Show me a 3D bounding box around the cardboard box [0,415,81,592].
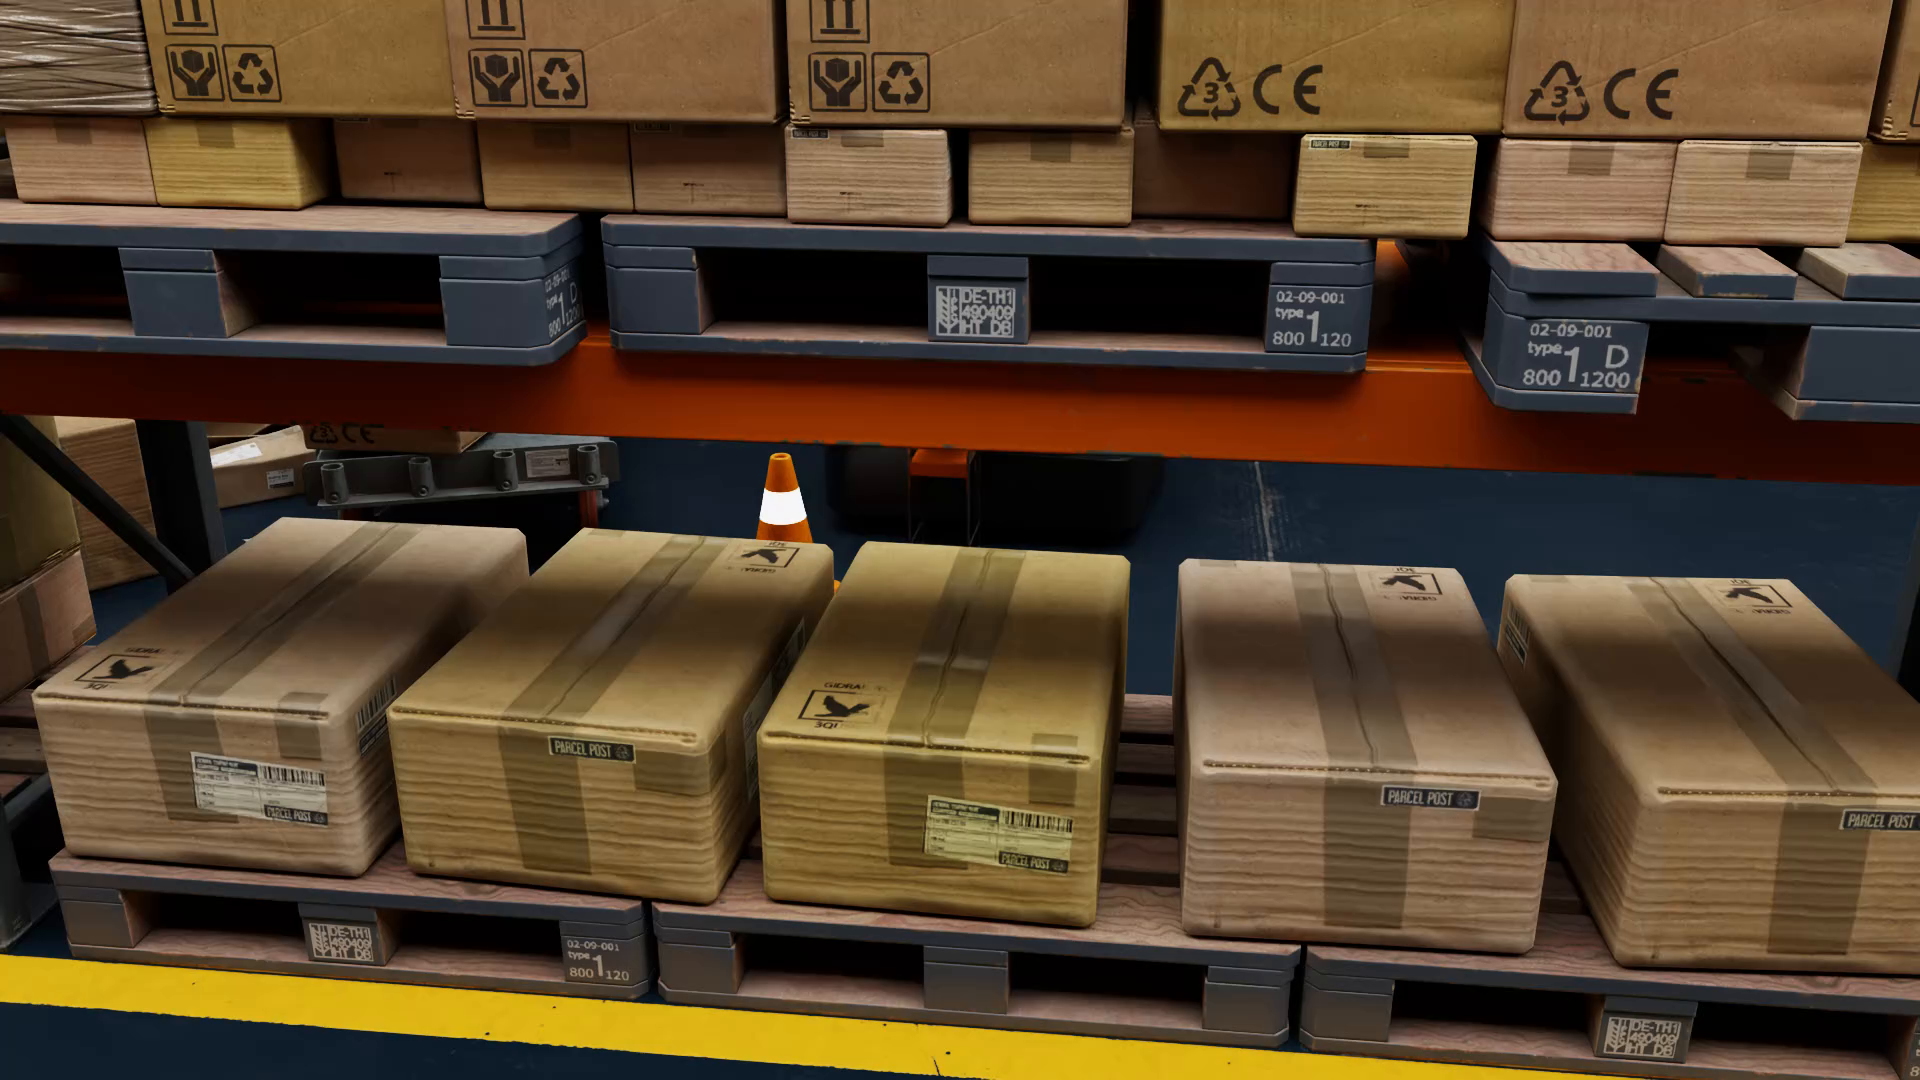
[{"bbox_3d":[-2.472,-0.139,3.860,0.500,0.500,0.500,4,22,9],"label":"cardboard box"}]

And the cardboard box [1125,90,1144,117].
[{"bbox_3d":[0.406,-0.789,3.127,0.250,0.149,0.380,3,22,8],"label":"cardboard box"}]

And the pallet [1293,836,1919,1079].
[{"bbox_3d":[1.279,0.686,3.418,1.213,0.211,1.003,2,22,6],"label":"pallet"}]

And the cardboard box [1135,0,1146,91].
[{"bbox_3d":[0.589,-1.101,3.033,0.500,0.500,0.500,3,22,7],"label":"cardboard box"}]

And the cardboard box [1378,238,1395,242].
[{"bbox_3d":[1.943,-1.596,7.887,0.750,0.750,1.050,2,22,6],"label":"cardboard box"}]

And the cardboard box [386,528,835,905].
[{"bbox_3d":[-0.682,0.329,3.531,0.625,0.372,0.950,4,22,10],"label":"cardboard box"}]

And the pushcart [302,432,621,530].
[{"bbox_3d":[-1.699,-0.365,5.849,0.936,0.377,1.648,-5,22,-12],"label":"pushcart"}]

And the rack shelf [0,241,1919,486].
[{"bbox_3d":[0.069,-0.328,3.169,4.000,0.370,1.077,2,22,6],"label":"rack shelf"}]

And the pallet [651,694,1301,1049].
[{"bbox_3d":[0.071,0.632,3.553,1.213,0.211,1.003,2,22,6],"label":"pallet"}]

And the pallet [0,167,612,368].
[{"bbox_3d":[-1.176,-0.574,3.073,1.213,0.211,1.003,2,22,6],"label":"pallet"}]

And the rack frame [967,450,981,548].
[{"bbox_3d":[0.043,-0.495,5.060,0.006,1.200,0.240,3,22,9],"label":"rack frame"}]

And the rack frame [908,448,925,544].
[{"bbox_3d":[-0.137,-0.506,5.088,0.006,1.200,0.240,3,22,9],"label":"rack frame"}]

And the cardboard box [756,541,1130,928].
[{"bbox_3d":[0.009,0.358,3.457,0.625,0.372,0.950,3,22,8],"label":"cardboard box"}]

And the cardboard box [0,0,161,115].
[{"bbox_3d":[-1.486,-1.005,2.789,0.500,0.500,0.500,3,22,8],"label":"cardboard box"}]

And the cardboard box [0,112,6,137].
[{"bbox_3d":[-2.322,-1.055,3.488,0.500,0.500,0.500,2,22,6],"label":"cardboard box"}]

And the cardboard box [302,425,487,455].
[{"bbox_3d":[-1.738,-0.590,5.223,0.500,0.500,0.500,2,22,6],"label":"cardboard box"}]

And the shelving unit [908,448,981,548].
[{"bbox_3d":[-0.047,-0.500,5.074,0.189,1.200,0.258,3,22,9],"label":"shelving unit"}]

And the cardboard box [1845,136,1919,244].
[{"bbox_3d":[1.427,-0.568,2.568,0.250,0.149,0.380,3,22,7],"label":"cardboard box"}]

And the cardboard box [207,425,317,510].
[{"bbox_3d":[-2.474,-0.297,5.830,0.396,0.266,0.258,-14,25,-31],"label":"cardboard box"}]

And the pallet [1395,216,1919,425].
[{"bbox_3d":[1.334,-0.479,2.833,1.003,0.211,1.213,2,22,6],"label":"pallet"}]

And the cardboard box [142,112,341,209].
[{"bbox_3d":[-1.159,-0.675,2.837,0.250,0.149,0.380,3,22,7],"label":"cardboard box"}]

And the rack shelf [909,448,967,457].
[{"bbox_3d":[-0.047,-0.347,5.134,0.180,0.103,0.258,3,22,9],"label":"rack shelf"}]

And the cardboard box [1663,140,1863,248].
[{"bbox_3d":[1.171,-0.563,2.554,0.250,0.149,0.380,2,22,6],"label":"cardboard box"}]

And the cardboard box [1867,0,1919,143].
[{"bbox_3d":[1.570,-0.875,2.461,0.500,0.500,0.500,2,22,5],"label":"cardboard box"}]

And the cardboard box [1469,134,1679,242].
[{"bbox_3d":[0.922,-0.577,2.589,0.250,0.149,0.380,1,22,4],"label":"cardboard box"}]

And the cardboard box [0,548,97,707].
[{"bbox_3d":[-2.472,0.210,3.998,0.500,0.250,0.500,2,22,4],"label":"cardboard box"}]

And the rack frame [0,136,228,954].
[{"bbox_3d":[-1.918,-0.750,3.256,0.127,3.000,1.000,2,22,6],"label":"rack frame"}]

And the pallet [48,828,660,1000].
[{"bbox_3d":[-1.144,0.580,3.685,1.213,0.211,1.003,2,22,6],"label":"pallet"}]

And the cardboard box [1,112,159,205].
[{"bbox_3d":[-1.406,-0.689,2.873,0.250,0.149,0.380,3,22,7],"label":"cardboard box"}]

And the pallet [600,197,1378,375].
[{"bbox_3d":[0.084,-0.558,3.032,1.213,0.211,1.003,2,22,6],"label":"pallet"}]

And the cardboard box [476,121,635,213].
[{"bbox_3d":[-0.618,-0.664,2.810,0.250,0.149,0.380,3,22,7],"label":"cardboard box"}]

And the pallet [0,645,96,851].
[{"bbox_3d":[-2.589,0.531,3.809,1.213,0.211,1.003,2,22,6],"label":"pallet"}]

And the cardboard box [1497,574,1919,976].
[{"bbox_3d":[1.495,0.422,3.295,0.625,0.372,0.950,1,22,3],"label":"cardboard box"}]

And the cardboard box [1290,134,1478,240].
[{"bbox_3d":[0.647,-0.584,2.606,0.250,0.149,0.380,3,22,7],"label":"cardboard box"}]

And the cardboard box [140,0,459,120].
[{"bbox_3d":[-0.988,-0.983,2.735,0.500,0.500,0.500,3,22,6],"label":"cardboard box"}]

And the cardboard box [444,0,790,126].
[{"bbox_3d":[-0.499,-0.957,2.668,0.500,0.500,0.500,2,22,6],"label":"cardboard box"}]

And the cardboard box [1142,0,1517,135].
[{"bbox_3d":[0.554,-0.915,2.561,0.500,0.500,0.500,1,22,3],"label":"cardboard box"}]

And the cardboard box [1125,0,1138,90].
[{"bbox_3d":[0.093,-1.126,3.095,0.500,0.500,0.500,2,22,4],"label":"cardboard box"}]

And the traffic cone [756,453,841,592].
[{"bbox_3d":[-0.521,-0.027,4.879,0.334,0.463,0.336,2,22,6],"label":"traffic cone"}]

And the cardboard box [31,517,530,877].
[{"bbox_3d":[-1.396,0.299,3.607,0.625,0.372,0.950,3,22,7],"label":"cardboard box"}]

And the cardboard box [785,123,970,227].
[{"bbox_3d":[-0.115,-0.622,2.704,0.250,0.149,0.380,3,22,8],"label":"cardboard box"}]

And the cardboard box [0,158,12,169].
[{"bbox_3d":[-2.193,-0.763,3.633,0.250,0.149,0.380,2,22,6],"label":"cardboard box"}]

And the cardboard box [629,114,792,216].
[{"bbox_3d":[-0.373,-0.653,2.781,0.250,0.149,0.380,3,22,7],"label":"cardboard box"}]

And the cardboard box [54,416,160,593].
[{"bbox_3d":[-2.822,-0.131,5.089,0.500,0.500,0.500,-19,28,-40],"label":"cardboard box"}]

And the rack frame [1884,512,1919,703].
[{"bbox_3d":[2.055,-0.576,2.818,0.127,3.000,1.000,2,22,6],"label":"rack frame"}]

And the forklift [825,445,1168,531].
[{"bbox_3d":[0.336,-1.900,6.258,1.130,2.935,3.031,4,22,10],"label":"forklift"}]

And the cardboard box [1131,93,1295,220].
[{"bbox_3d":[0.412,-0.640,2.750,0.250,0.149,0.380,3,22,7],"label":"cardboard box"}]

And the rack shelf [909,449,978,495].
[{"bbox_3d":[-0.047,-0.236,5.178,0.180,0.103,0.258,3,22,9],"label":"rack shelf"}]

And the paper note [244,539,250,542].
[{"bbox_3d":[-2.243,-0.015,5.435,0.142,0.019,0.148,2,22,6],"label":"paper note"}]

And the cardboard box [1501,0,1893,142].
[{"bbox_3d":[1.056,-0.893,2.507,0.500,0.500,0.500,2,22,5],"label":"cardboard box"}]

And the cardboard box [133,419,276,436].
[{"bbox_3d":[-2.918,-0.636,6.179,0.503,0.637,0.797,2,22,6],"label":"cardboard box"}]

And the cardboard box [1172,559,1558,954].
[{"bbox_3d":[0.761,0.393,3.368,0.625,0.372,0.950,2,22,5],"label":"cardboard box"}]

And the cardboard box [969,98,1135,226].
[{"bbox_3d":[0.153,-0.621,2.702,0.250,0.149,0.380,2,22,5],"label":"cardboard box"}]

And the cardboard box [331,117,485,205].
[{"bbox_3d":[-0.869,-0.690,2.877,0.250,0.149,0.380,4,22,10],"label":"cardboard box"}]

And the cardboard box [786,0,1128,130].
[{"bbox_3d":[0.012,-0.939,2.622,0.500,0.500,0.500,2,22,4],"label":"cardboard box"}]
